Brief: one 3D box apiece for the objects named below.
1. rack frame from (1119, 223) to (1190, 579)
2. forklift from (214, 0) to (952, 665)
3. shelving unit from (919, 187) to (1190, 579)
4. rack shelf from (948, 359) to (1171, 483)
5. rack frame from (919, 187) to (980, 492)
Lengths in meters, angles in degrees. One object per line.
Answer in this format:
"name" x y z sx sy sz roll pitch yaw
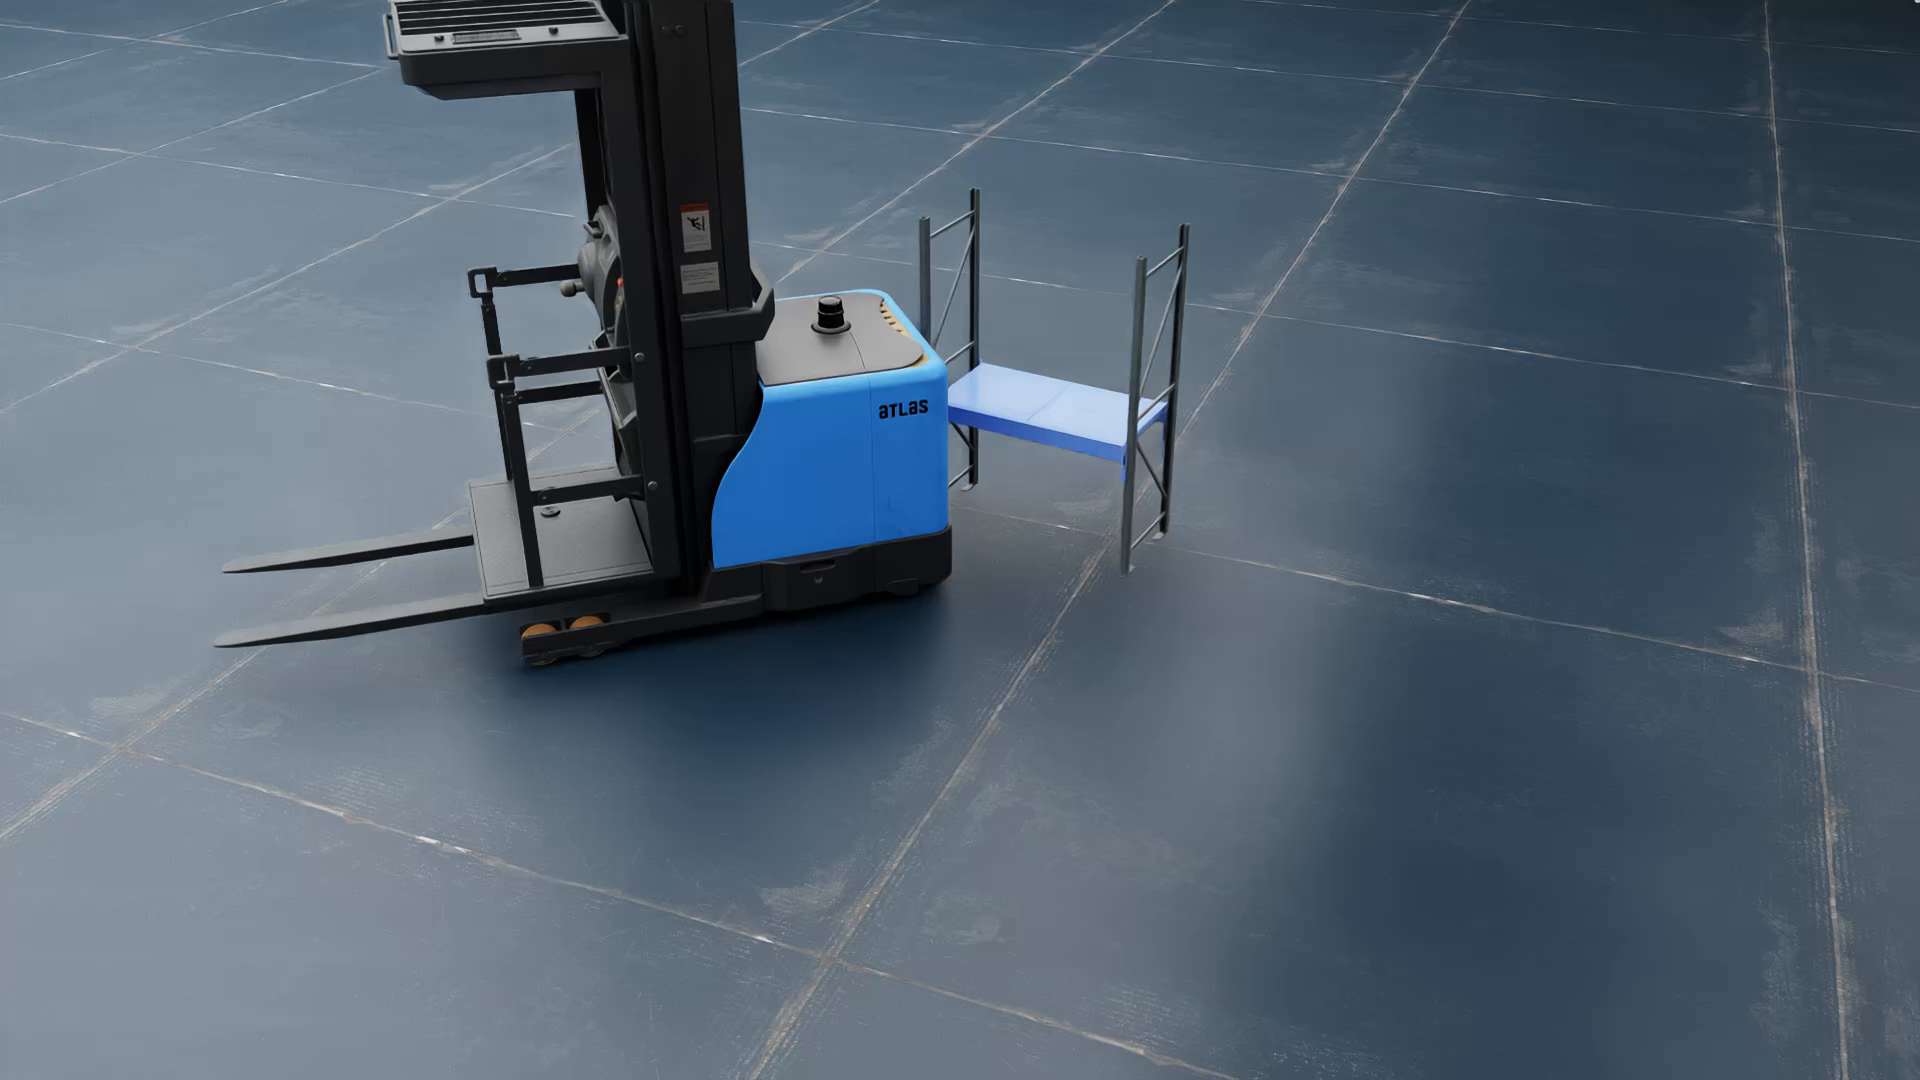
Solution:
"rack frame" 0.846 -0.591 7.271 0.032 1.500 0.500 15 33 25
"forklift" -1.611 -1.054 6.636 3.031 2.935 1.130 -9 31 -16
"shelving unit" 0.402 -0.712 7.485 1.048 1.500 0.538 15 33 25
"rack shelf" 0.402 -0.555 7.574 1.000 0.185 0.538 15 33 25
"rack frame" -0.043 -0.833 7.699 0.032 1.500 0.500 15 33 25
